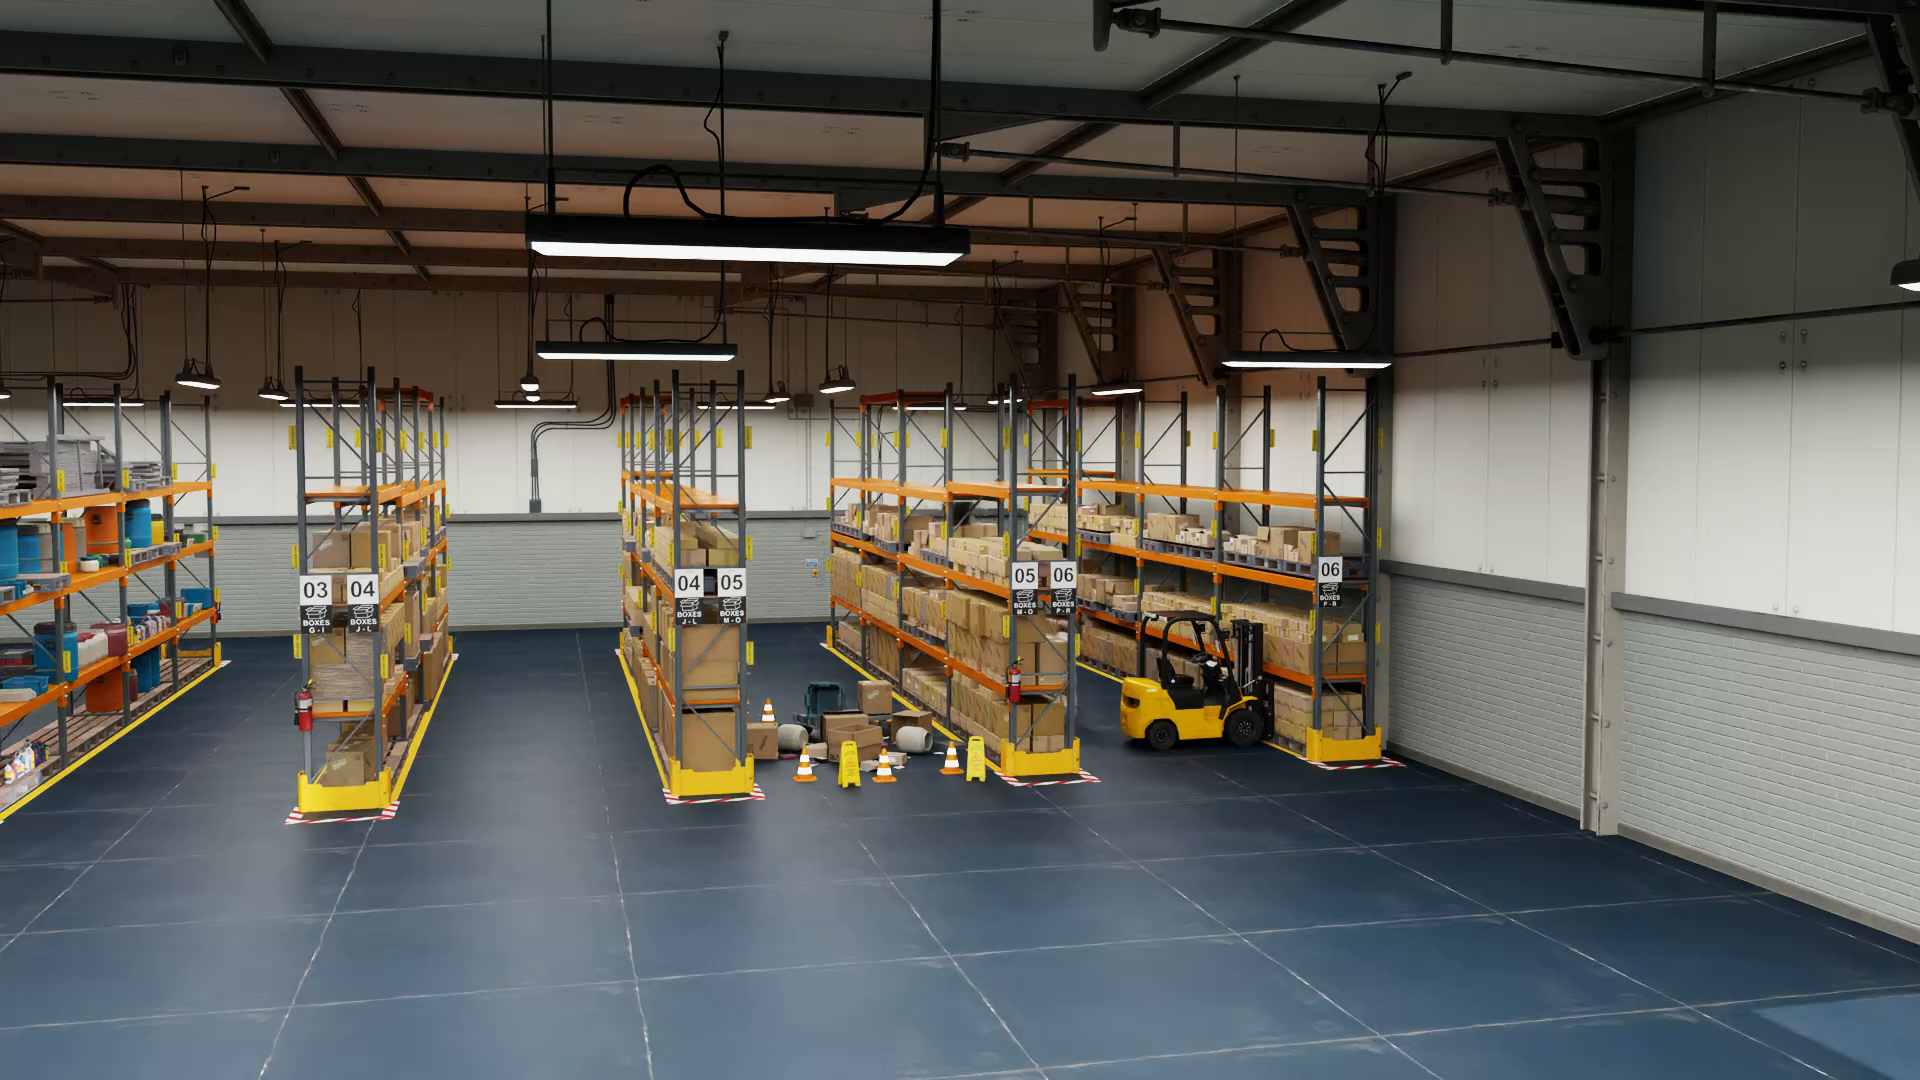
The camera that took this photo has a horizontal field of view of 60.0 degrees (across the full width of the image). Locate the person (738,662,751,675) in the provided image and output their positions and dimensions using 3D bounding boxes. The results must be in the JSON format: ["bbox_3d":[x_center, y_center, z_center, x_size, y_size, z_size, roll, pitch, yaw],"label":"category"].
[{"bbox_3d":[-4.783,1.993,35.697,0.531,1.790,0.575,-1,4,-19],"label":"person"}]

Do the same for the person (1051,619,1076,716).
[{"bbox_3d":[1.750,2.316,30.027,0.649,1.790,0.504,-1,4,-23],"label":"person"}]
